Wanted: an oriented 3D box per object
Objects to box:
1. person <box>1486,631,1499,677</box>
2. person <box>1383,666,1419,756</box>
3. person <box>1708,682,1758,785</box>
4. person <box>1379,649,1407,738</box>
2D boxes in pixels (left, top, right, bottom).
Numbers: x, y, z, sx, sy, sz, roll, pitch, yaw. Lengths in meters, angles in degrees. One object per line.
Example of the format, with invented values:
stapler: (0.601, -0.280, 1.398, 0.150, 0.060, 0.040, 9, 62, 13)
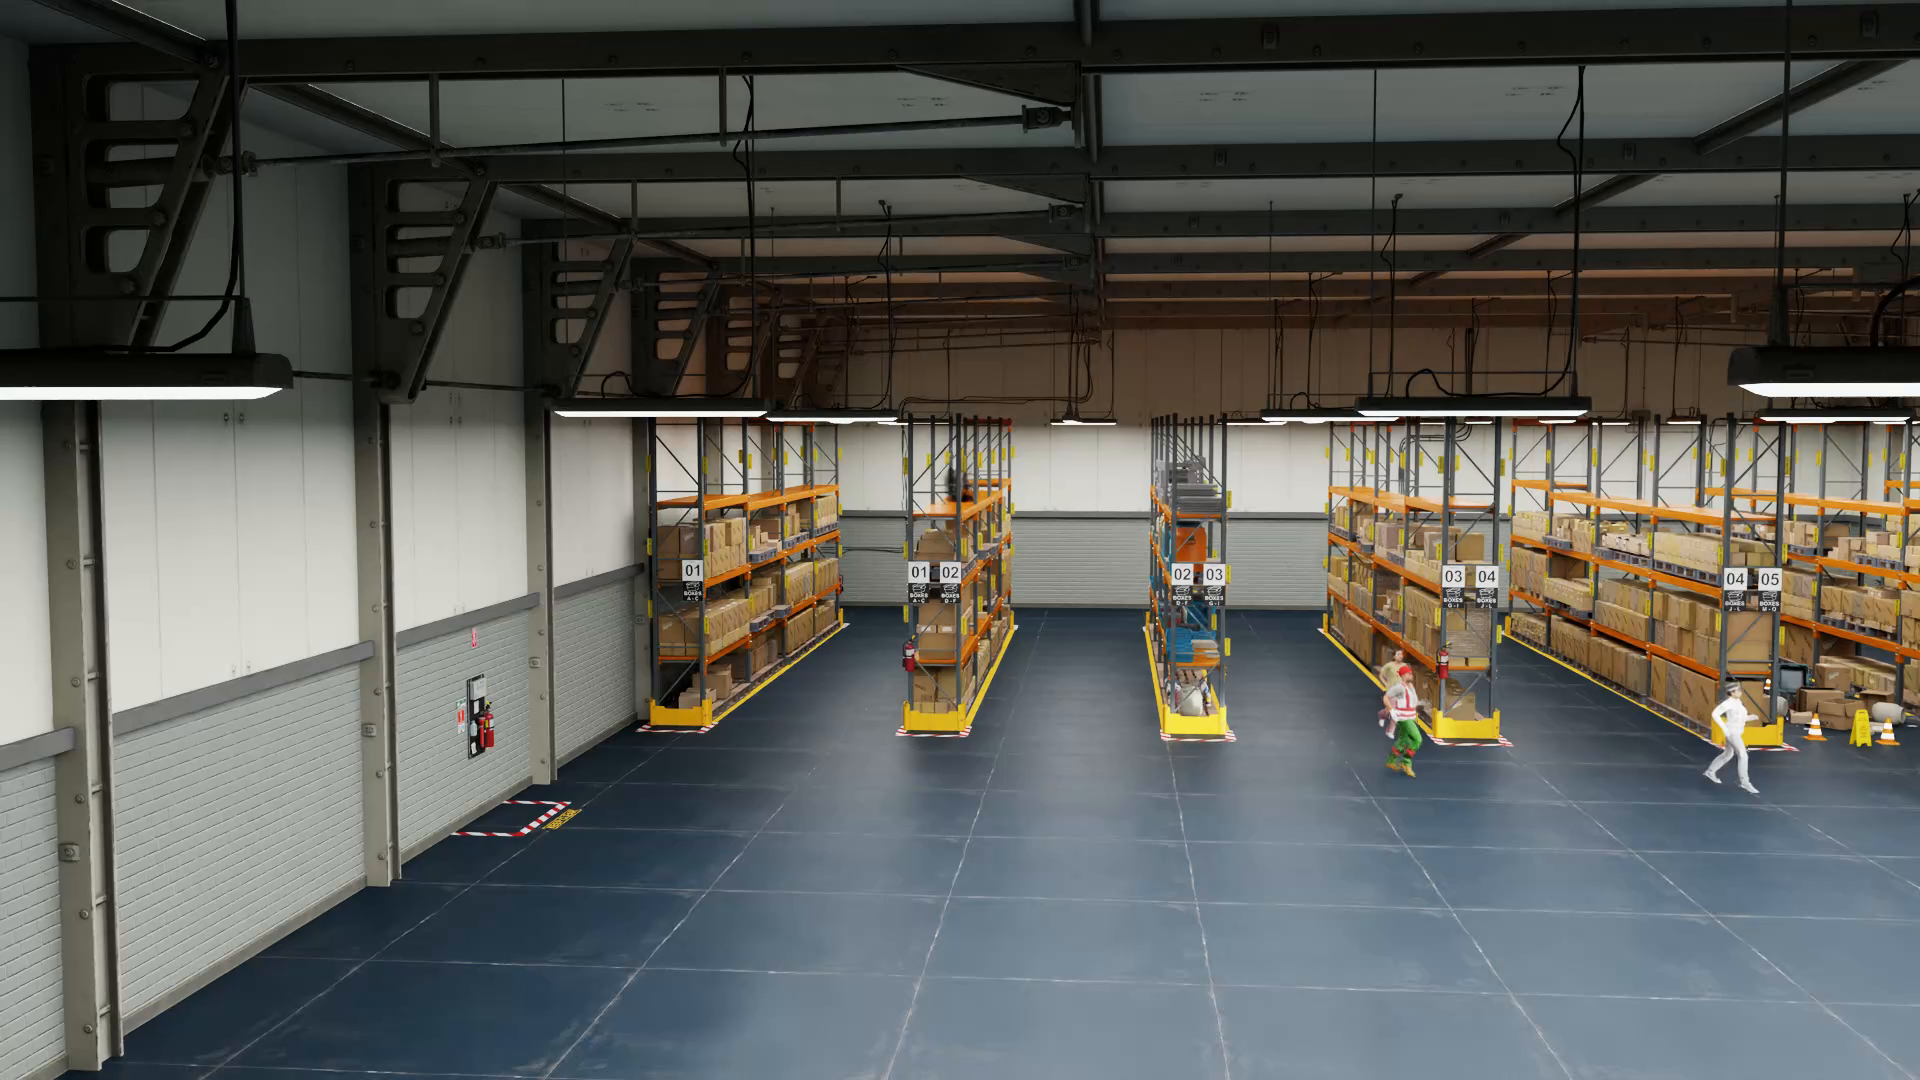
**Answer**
person: (11.992, 2.375, 37.694, 0.537, 1.475, 0.521, 0, 4, -6)
person: (1.126, 2.454, 33.050, 17.099, 1.515, 2.845, 3, 5, 34)
person: (12.178, 3.030, 26.262, 0.759, 1.599, 0.471, 3, 5, 39)
person: (8.125, 2.837, 31.036, 0.592, 1.644, 0.673, -1, 4, -9)
